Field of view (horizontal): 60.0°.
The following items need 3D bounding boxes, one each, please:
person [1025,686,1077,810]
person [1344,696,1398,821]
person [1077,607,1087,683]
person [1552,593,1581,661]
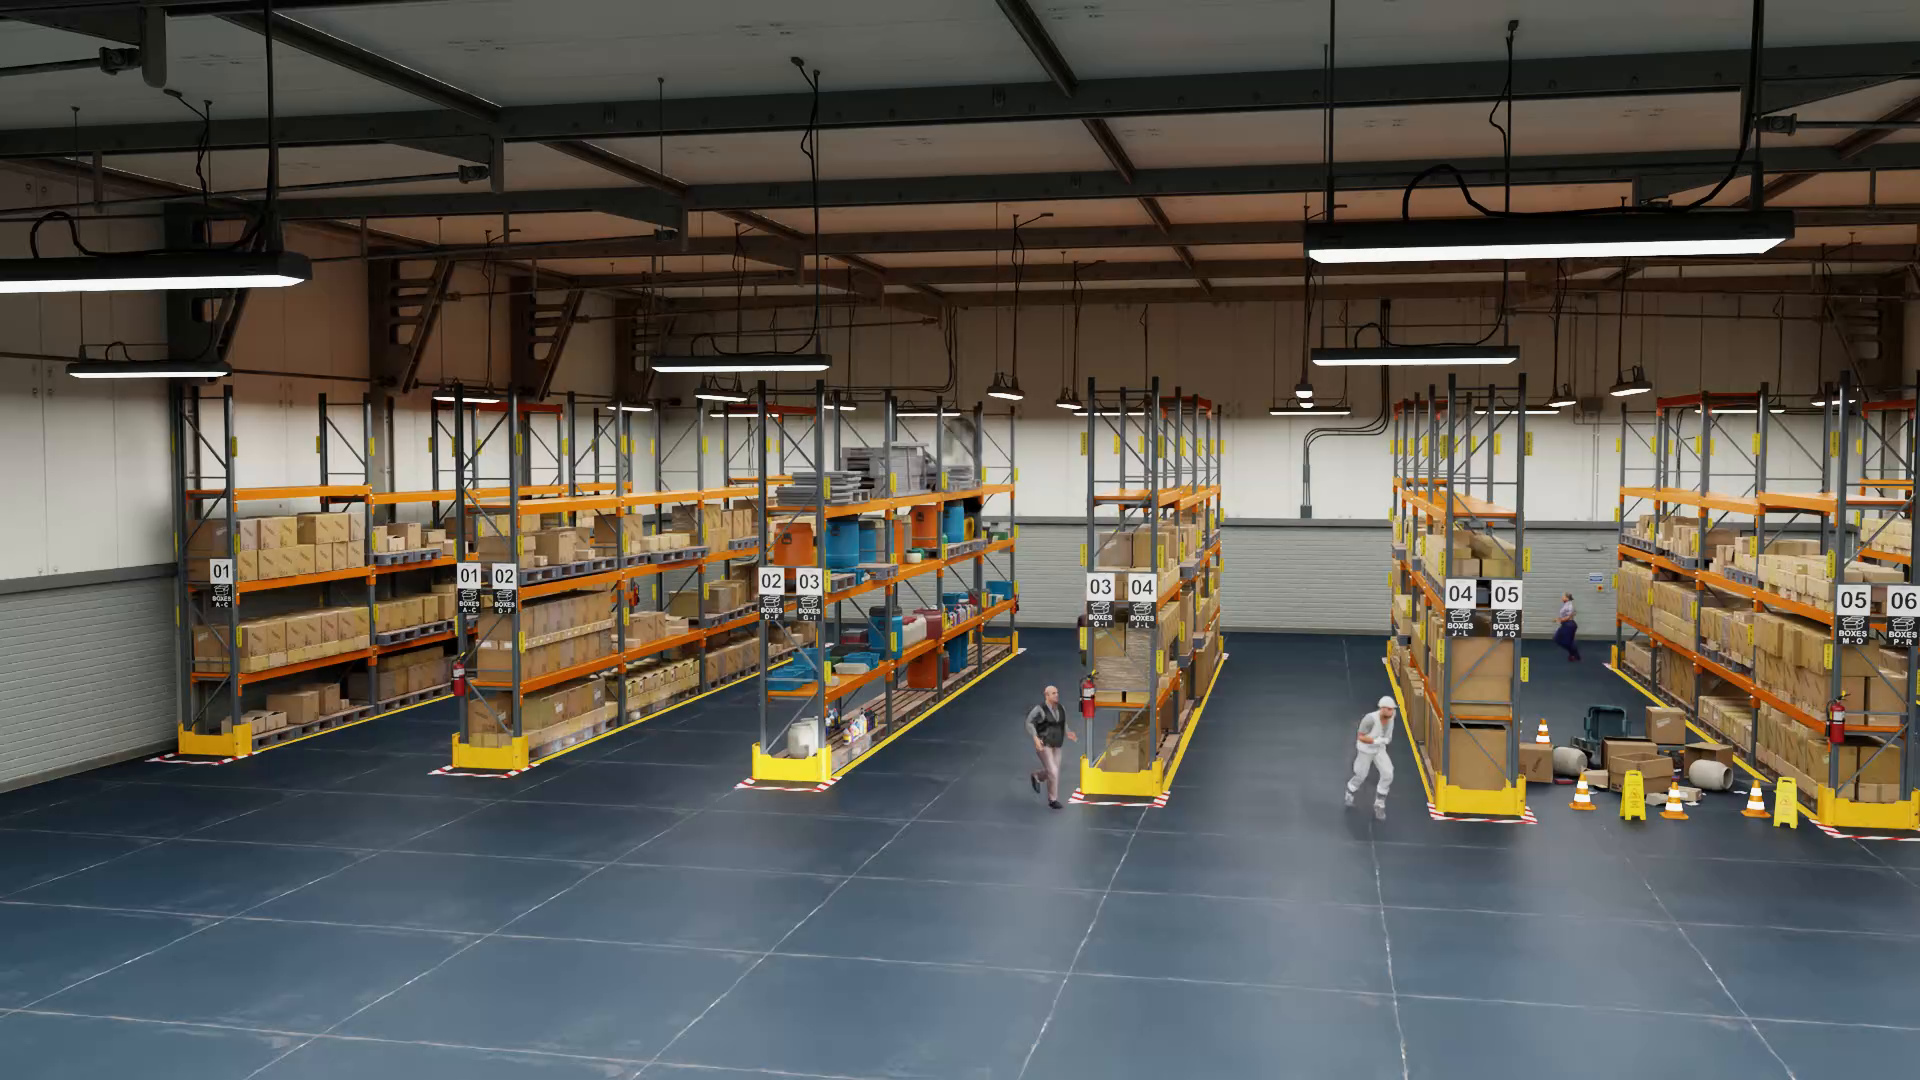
[{"bbox_3d":[1.196,2.865,23.190,0.645,1.684,0.841,-2,4,-36],"label":"person"},{"bbox_3d":[5.583,2.927,22.534,0.705,1.717,0.992,-1,4,-24],"label":"person"},{"bbox_3d":[2.734,2.190,34.901,0.684,1.716,0.695,1,3,19],"label":"person"},{"bbox_3d":[14.164,2.021,38.833,0.661,1.601,0.586,1,3,10],"label":"person"}]
